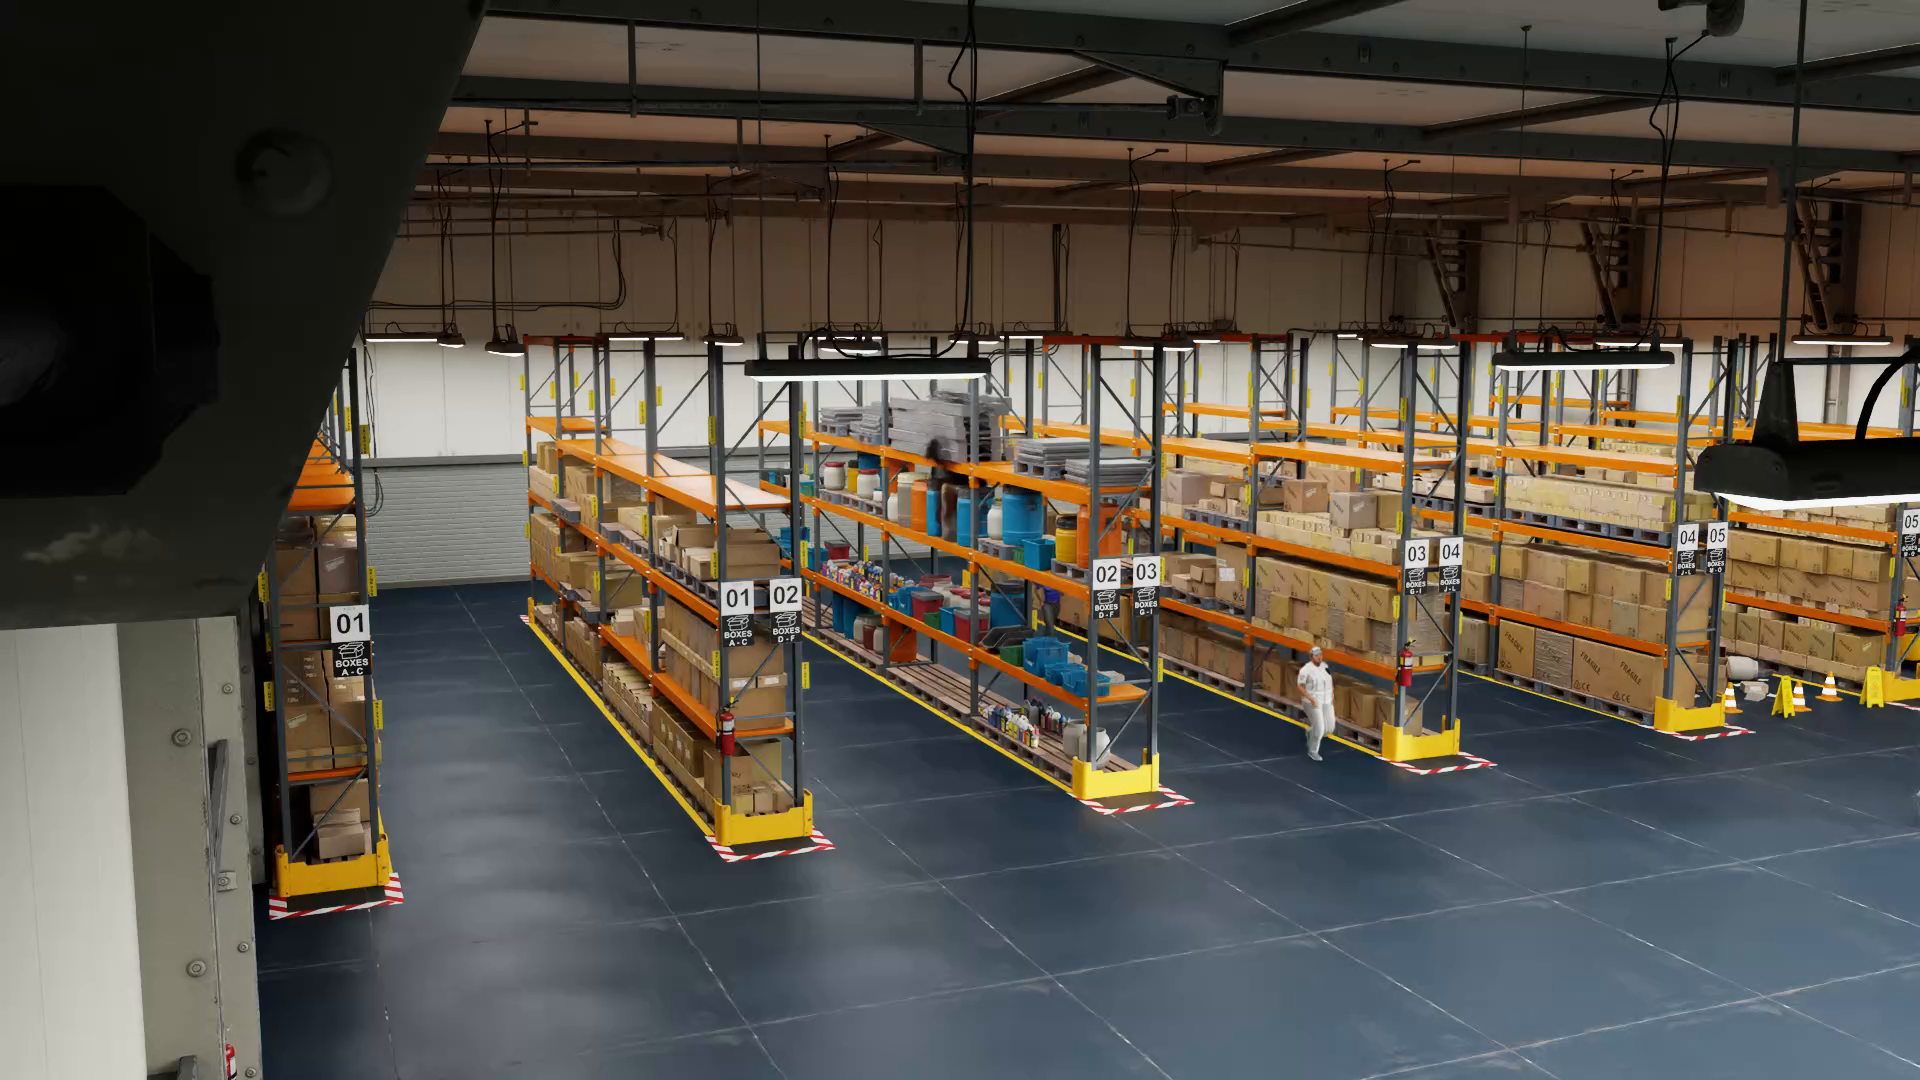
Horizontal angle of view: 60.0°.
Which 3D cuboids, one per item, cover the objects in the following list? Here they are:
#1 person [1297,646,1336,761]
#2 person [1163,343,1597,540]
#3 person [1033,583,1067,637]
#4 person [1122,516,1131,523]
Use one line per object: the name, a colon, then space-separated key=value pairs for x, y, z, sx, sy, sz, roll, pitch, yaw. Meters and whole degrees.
person: x=5.118 y=2.329 z=23.924 sx=0.605 sy=1.637 sz=0.510 roll=-3 pitch=8 yaw=-24
person: x=8.887 y=-1.676 z=38.405 sx=7.059 sy=5.812 sz=8.945 roll=-2 pitch=8 yaw=-13
person: x=1.661 y=1.266 z=29.939 sx=0.556 sy=1.718 sz=0.770 roll=-3 pitch=8 yaw=-24
person: x=4.116 y=0.050 z=40.973 sx=0.810 sy=1.748 sz=0.675 roll=-4 pitch=9 yaw=-29
